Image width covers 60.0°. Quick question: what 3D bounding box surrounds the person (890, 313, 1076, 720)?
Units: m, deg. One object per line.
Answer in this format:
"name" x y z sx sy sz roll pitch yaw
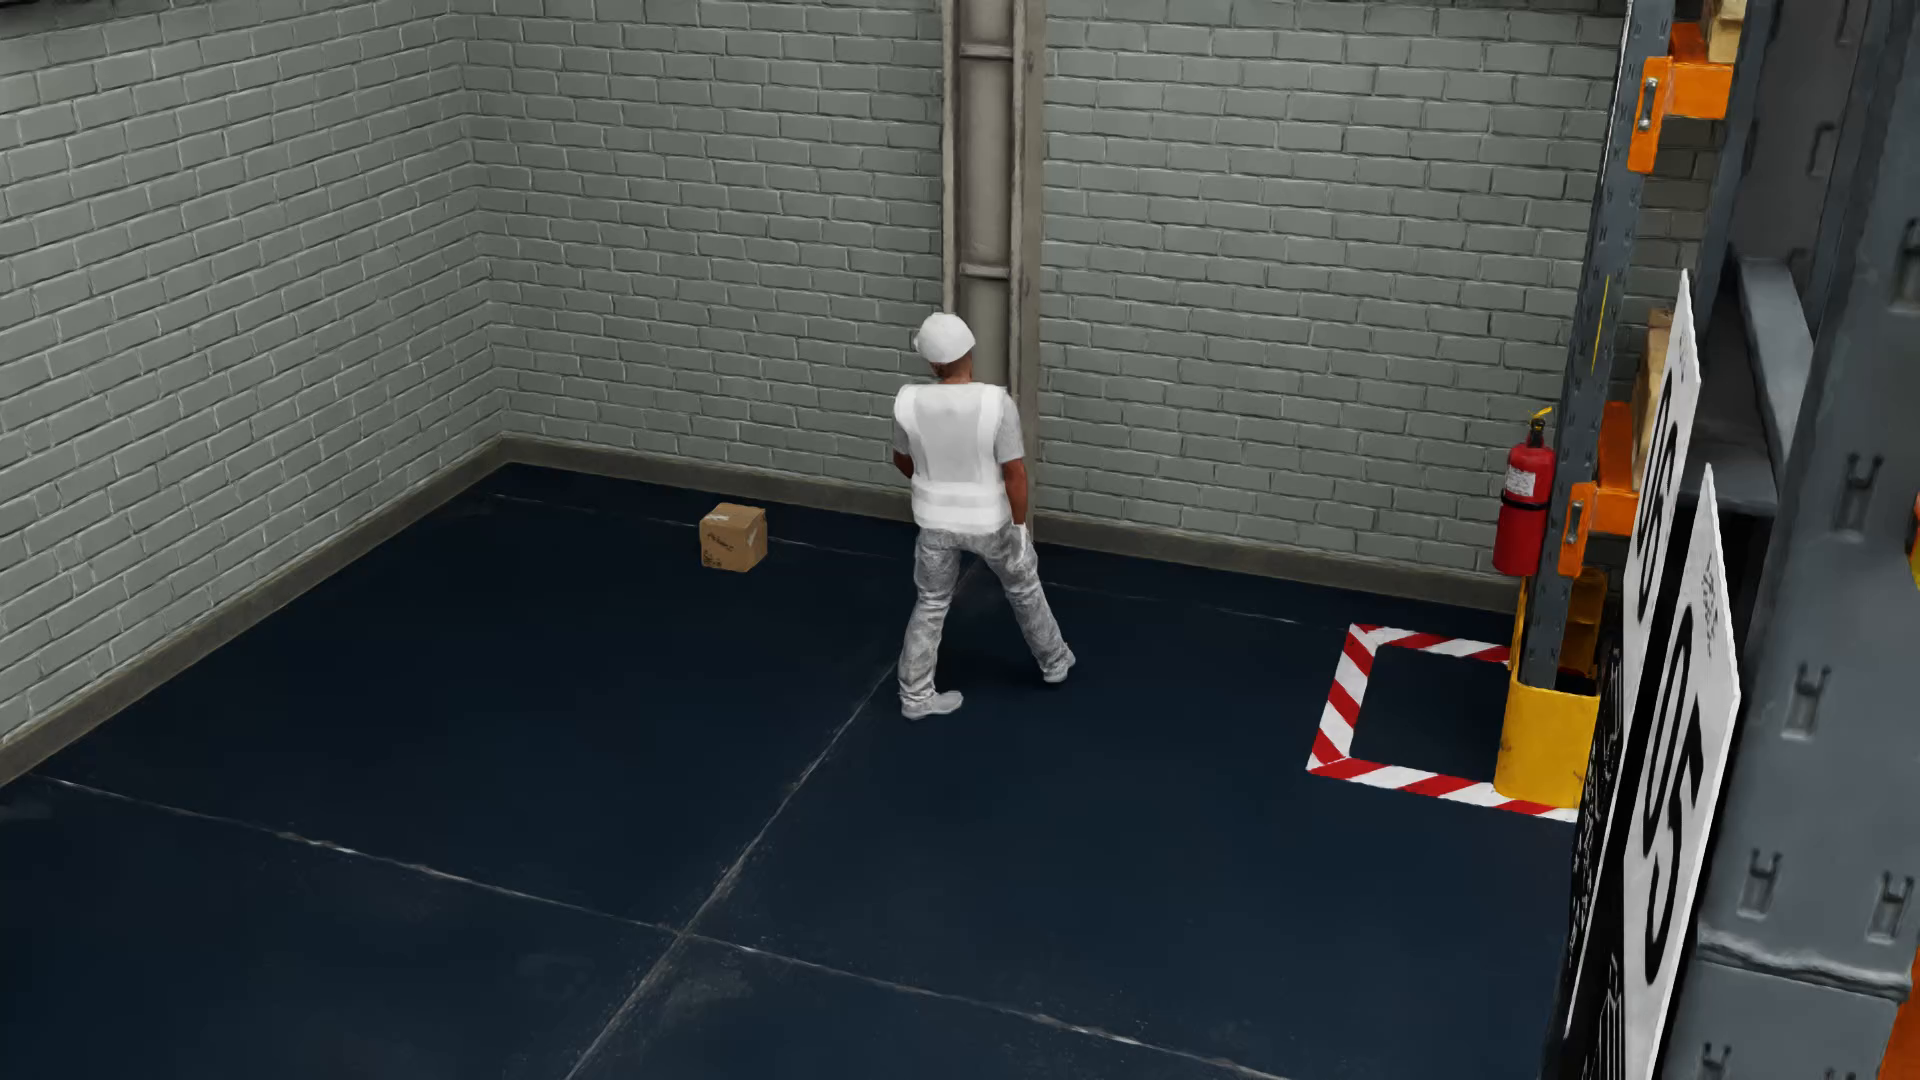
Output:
"person" 0.105 -0.128 6.908 0.719 1.760 0.699 6 26 12
